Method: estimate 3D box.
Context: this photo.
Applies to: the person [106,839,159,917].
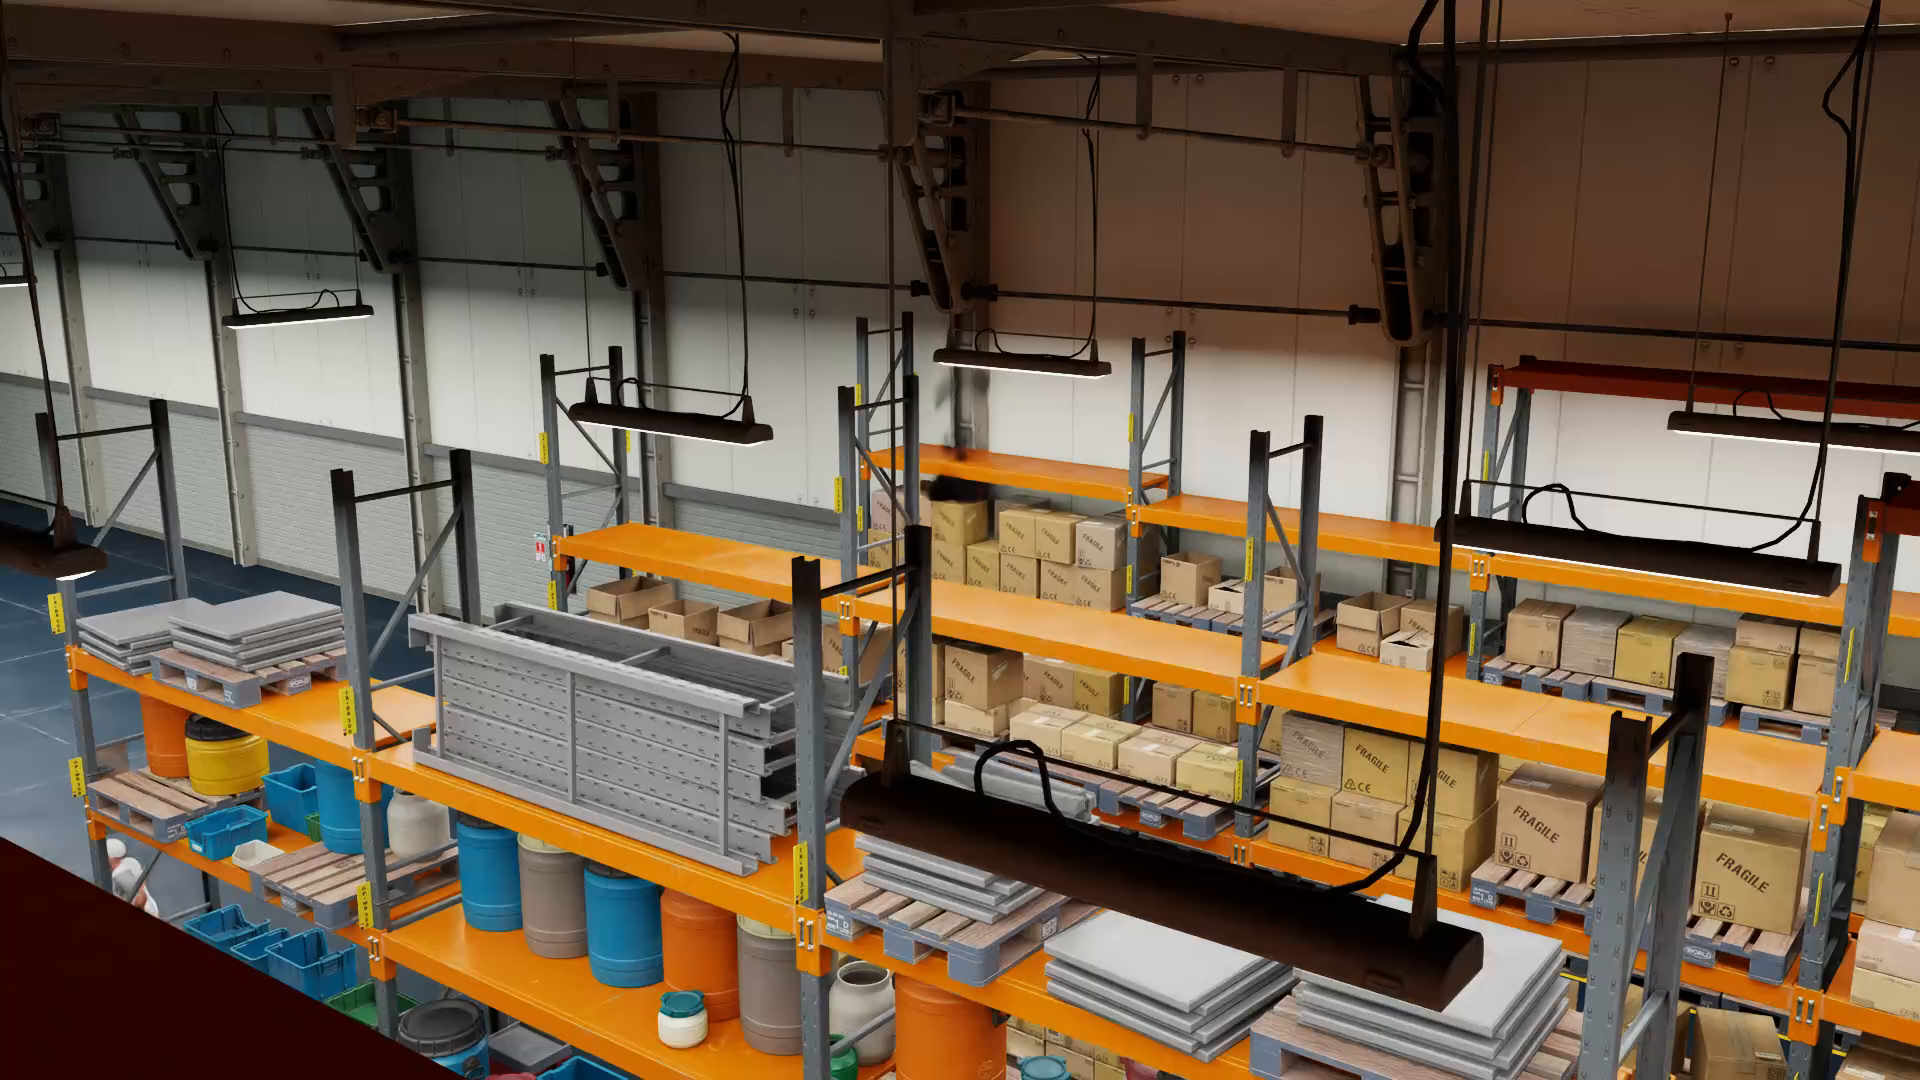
[{"bbox_3d":[-7.730,3.626,15.731,1.100,1.742,0.689,-4,14,-19],"label":"person"}]
